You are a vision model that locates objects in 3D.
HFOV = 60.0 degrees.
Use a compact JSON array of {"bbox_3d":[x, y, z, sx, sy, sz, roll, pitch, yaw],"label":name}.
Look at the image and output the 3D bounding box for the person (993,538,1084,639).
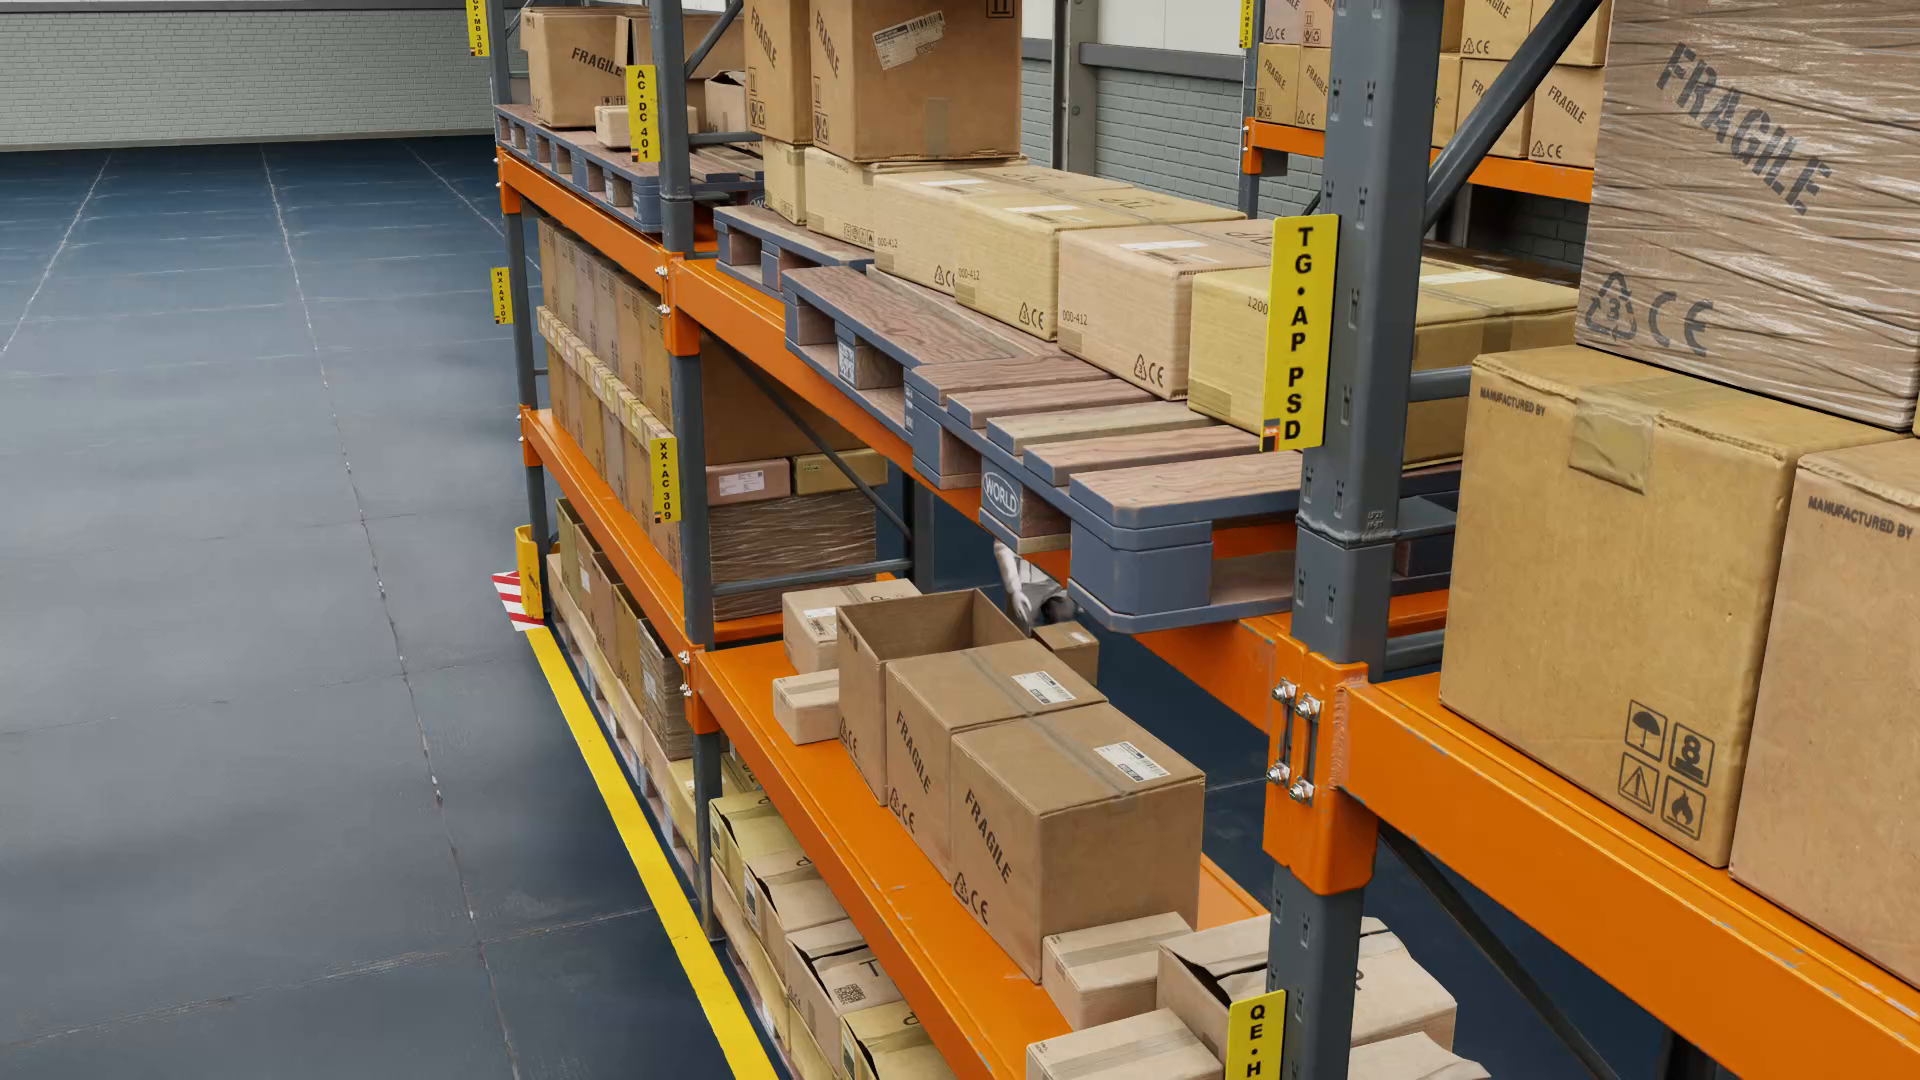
[{"bbox_3d":[0.412,0.239,8.348,0.507,1.675,0.359,-8,21,-23],"label":"person"}]
